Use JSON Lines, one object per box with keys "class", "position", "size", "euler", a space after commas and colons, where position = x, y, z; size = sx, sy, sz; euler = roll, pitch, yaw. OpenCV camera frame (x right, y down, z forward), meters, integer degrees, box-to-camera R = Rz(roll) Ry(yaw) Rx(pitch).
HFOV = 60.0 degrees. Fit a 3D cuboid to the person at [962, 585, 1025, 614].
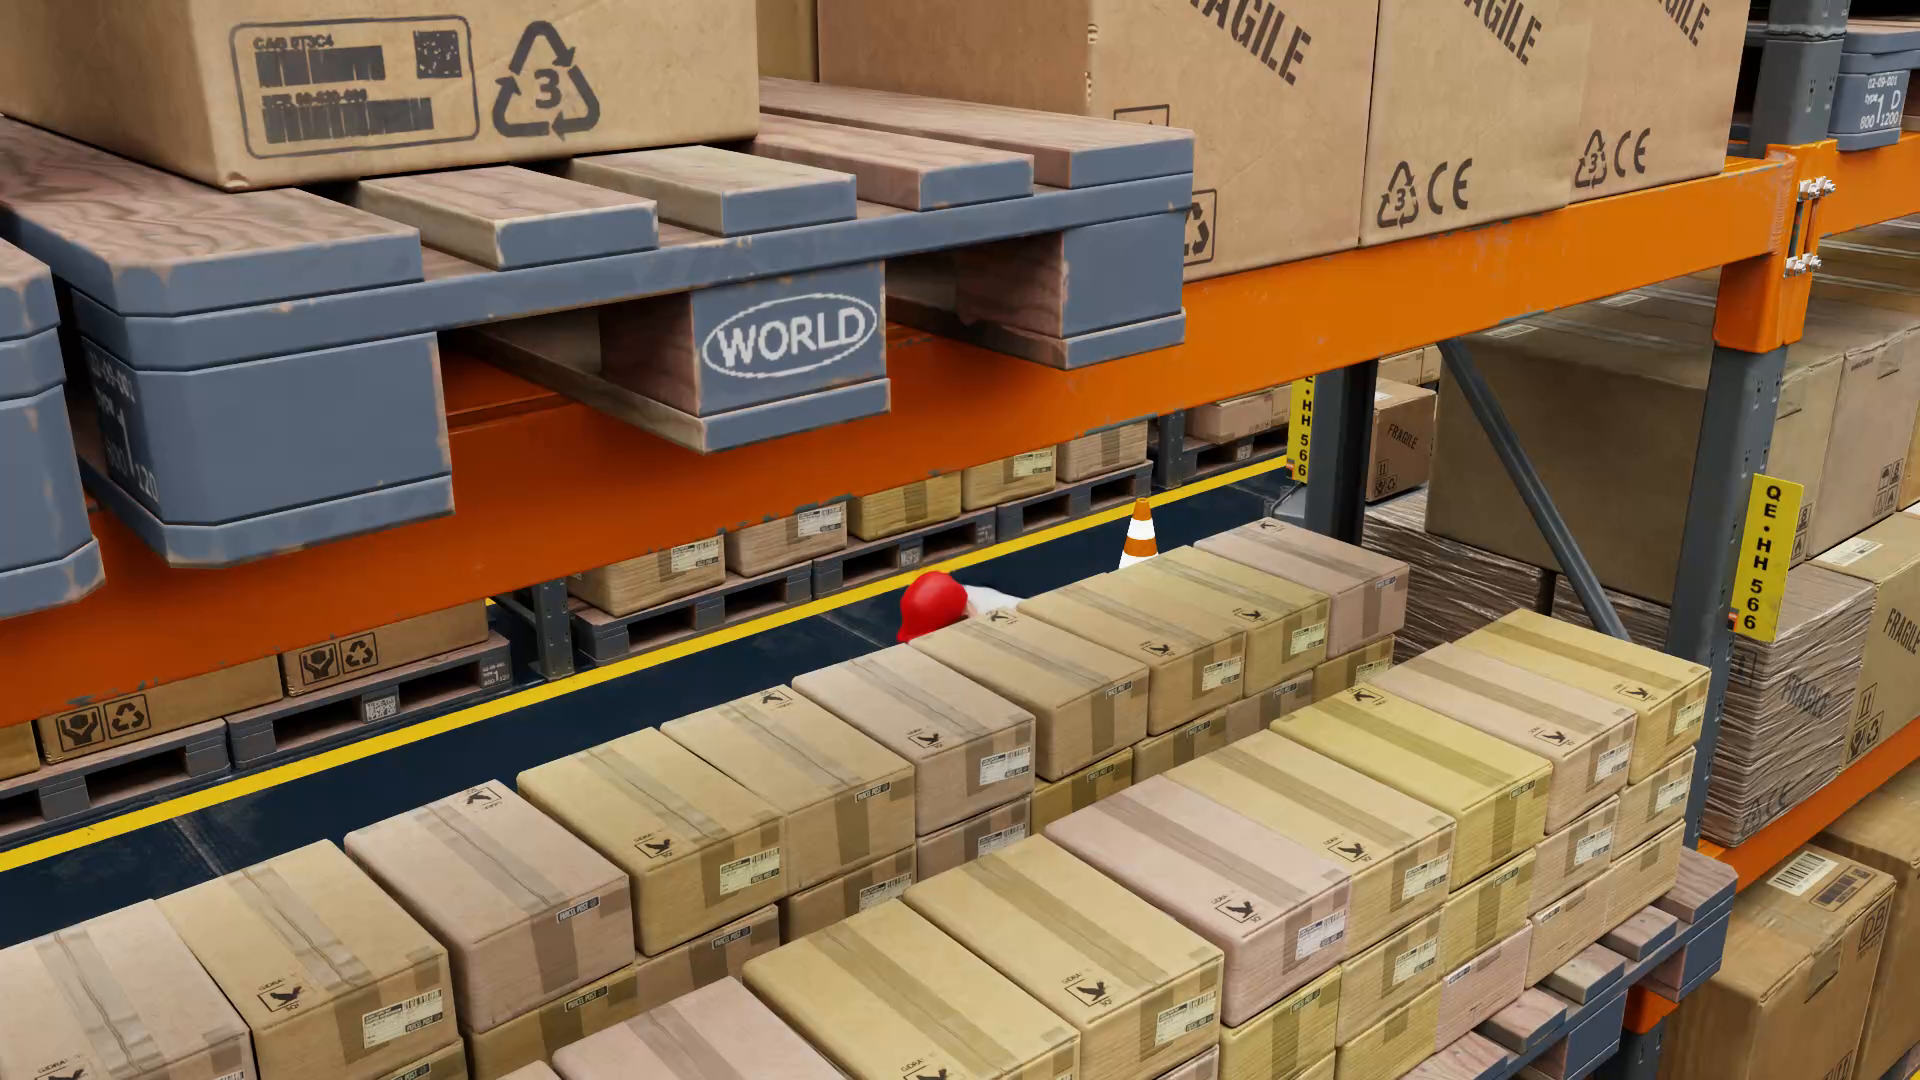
{"class": "person", "position": [0.147, 0.682, 5.663], "size": [0.767, 1.142, 0.586], "euler": [-17, 27, -38]}
